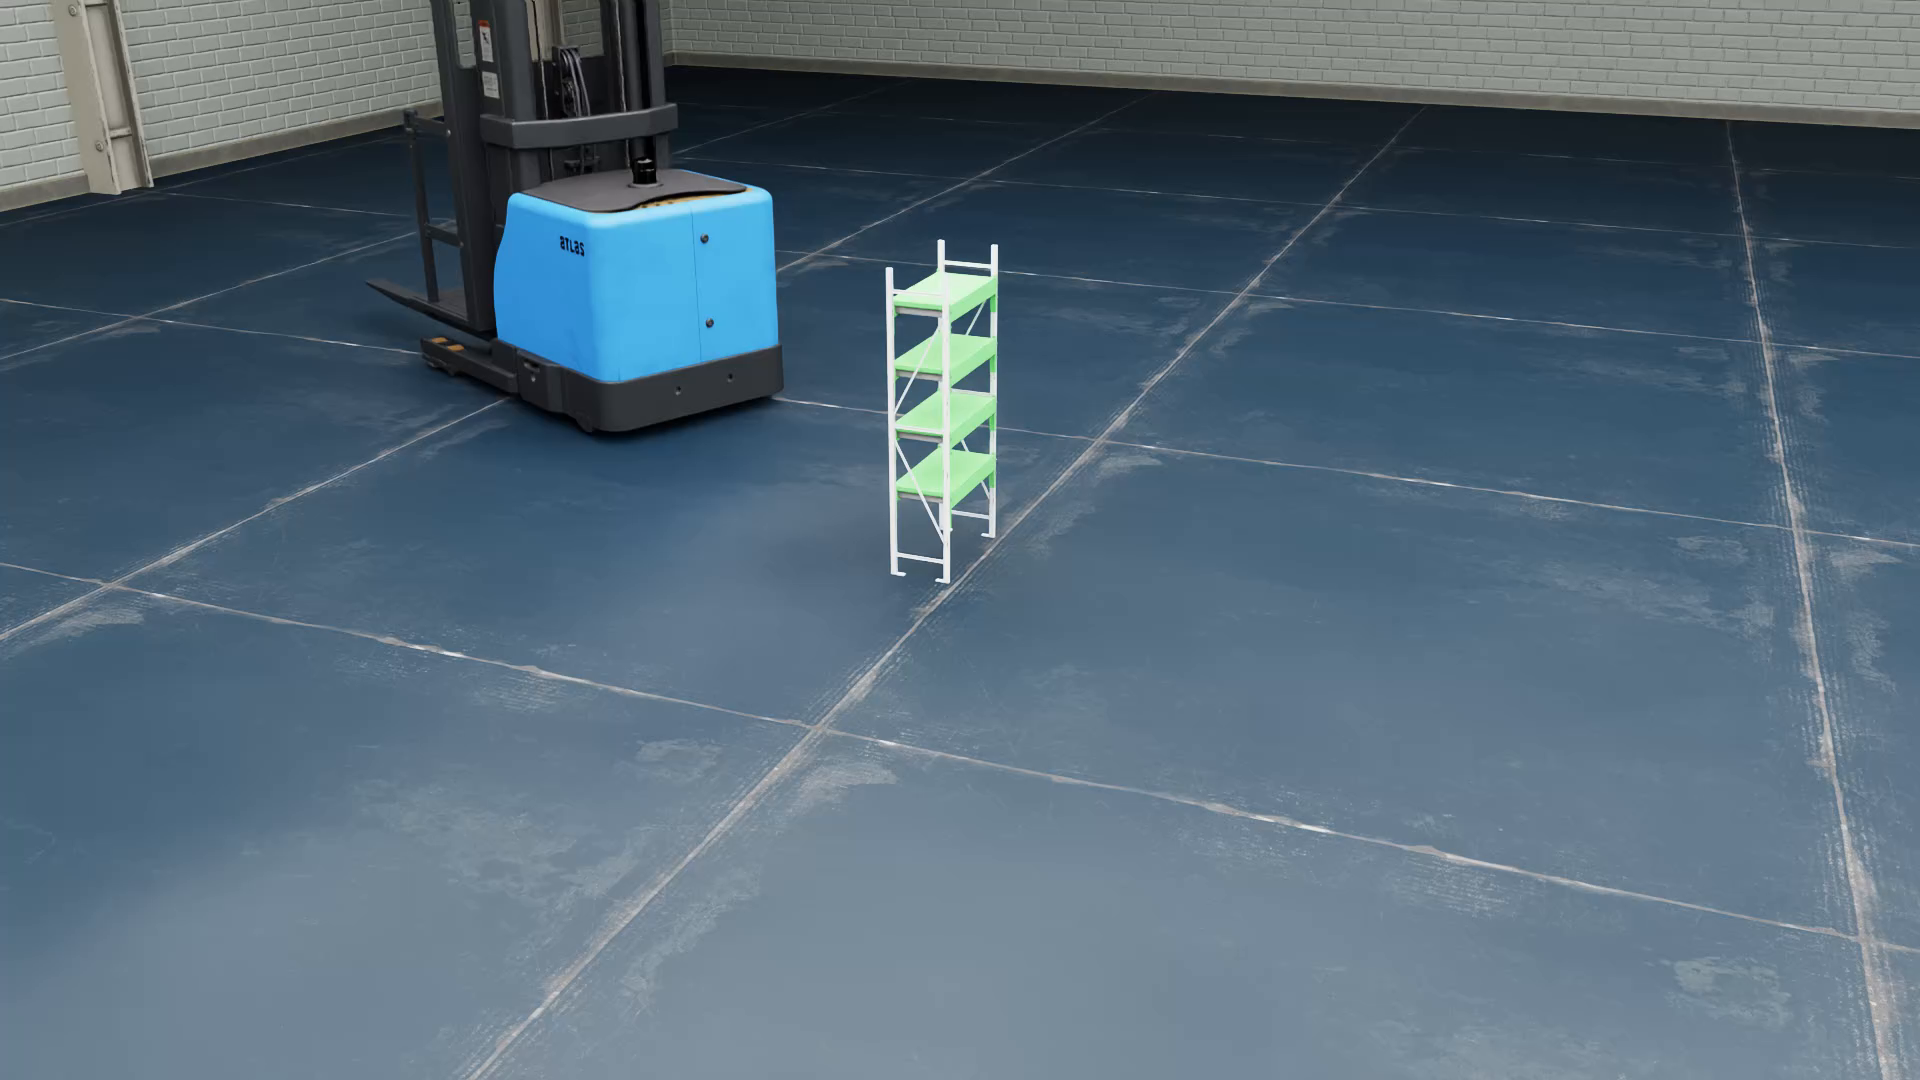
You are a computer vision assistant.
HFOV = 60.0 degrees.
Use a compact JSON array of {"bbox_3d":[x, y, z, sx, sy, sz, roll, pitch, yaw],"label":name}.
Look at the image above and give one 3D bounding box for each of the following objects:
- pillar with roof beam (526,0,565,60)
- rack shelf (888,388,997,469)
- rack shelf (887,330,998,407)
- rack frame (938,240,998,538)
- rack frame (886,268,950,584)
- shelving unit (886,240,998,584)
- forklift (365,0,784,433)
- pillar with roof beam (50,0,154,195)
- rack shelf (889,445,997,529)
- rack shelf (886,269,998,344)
[{"bbox_3d":[-0.655,-8.563,15.574,9.100,9.000,0.400,9,24,20],"label":"pillar with roof beam"},{"bbox_3d":[-0.061,-0.435,6.402,0.258,0.148,0.480,9,24,20],"label":"rack shelf"},{"bbox_3d":[-0.061,-0.657,6.309,0.258,0.148,0.480,9,24,20],"label":"rack shelf"},{"bbox_3d":[0.029,-0.582,6.586,0.240,1.200,0.015,9,24,20],"label":"rack frame"},{"bbox_3d":[-0.152,-0.407,6.168,0.240,1.200,0.015,9,24,20],"label":"rack frame"},{"bbox_3d":[-0.061,-0.494,6.377,0.258,1.200,0.503,9,24,20],"label":"shelving unit"},{"bbox_3d":[-2.255,-2.340,8.550,1.130,2.935,3.031,-19,30,-39],"label":"forklift"},{"bbox_3d":[-2.883,-6.416,10.434,9.100,9.000,0.400,9,24,20],"label":"pillar with roof beam"},{"bbox_3d":[-0.061,-0.214,6.494,0.258,0.148,0.480,9,24,20],"label":"rack shelf"},{"bbox_3d":[-0.061,-0.878,6.217,0.258,0.148,0.480,9,24,20],"label":"rack shelf"}]
